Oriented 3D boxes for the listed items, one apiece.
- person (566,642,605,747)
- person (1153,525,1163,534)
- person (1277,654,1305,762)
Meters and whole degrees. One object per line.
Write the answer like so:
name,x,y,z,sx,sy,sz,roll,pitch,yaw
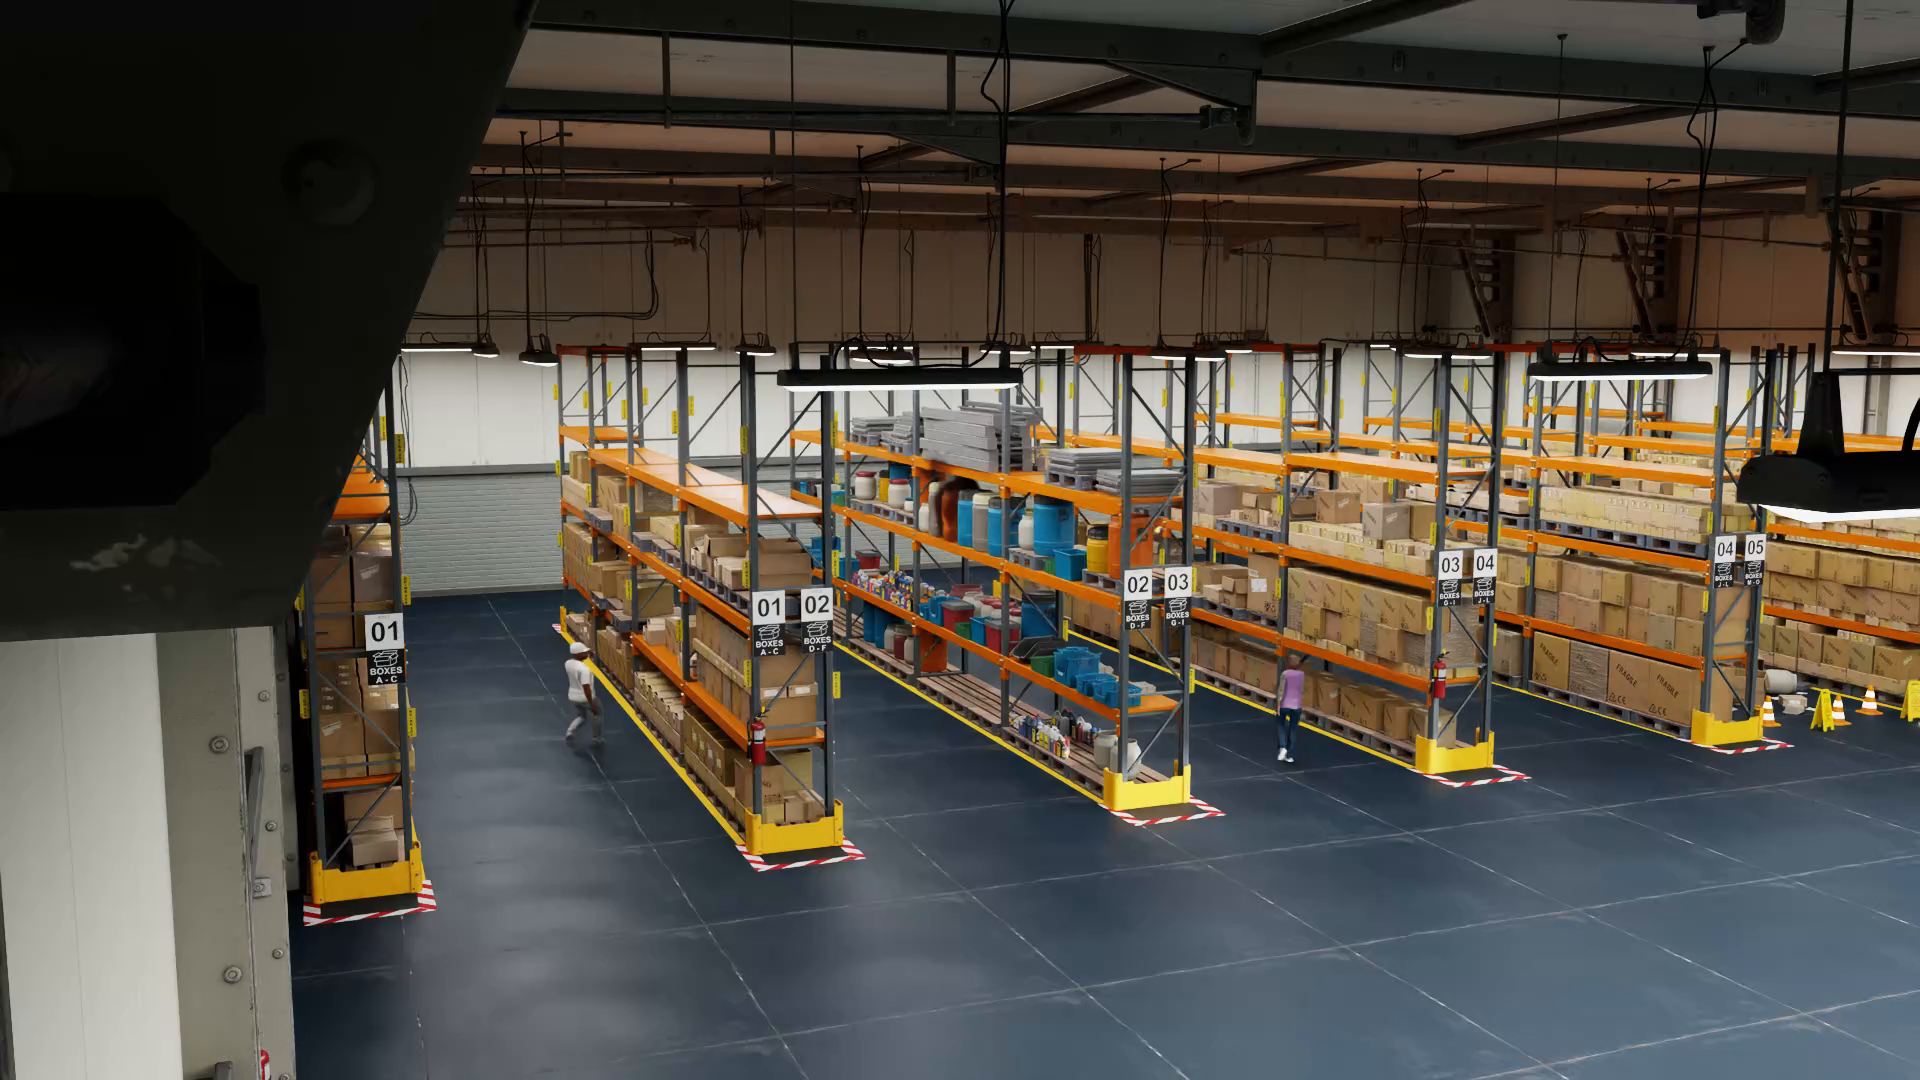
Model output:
person,-5.631,2.331,25.137,0.572,1.650,0.849,4,8,29
person,4.745,0.245,40.926,0.591,1.754,0.503,6,9,40
person,4.839,2.445,24.315,0.401,1.592,0.390,1,7,11
